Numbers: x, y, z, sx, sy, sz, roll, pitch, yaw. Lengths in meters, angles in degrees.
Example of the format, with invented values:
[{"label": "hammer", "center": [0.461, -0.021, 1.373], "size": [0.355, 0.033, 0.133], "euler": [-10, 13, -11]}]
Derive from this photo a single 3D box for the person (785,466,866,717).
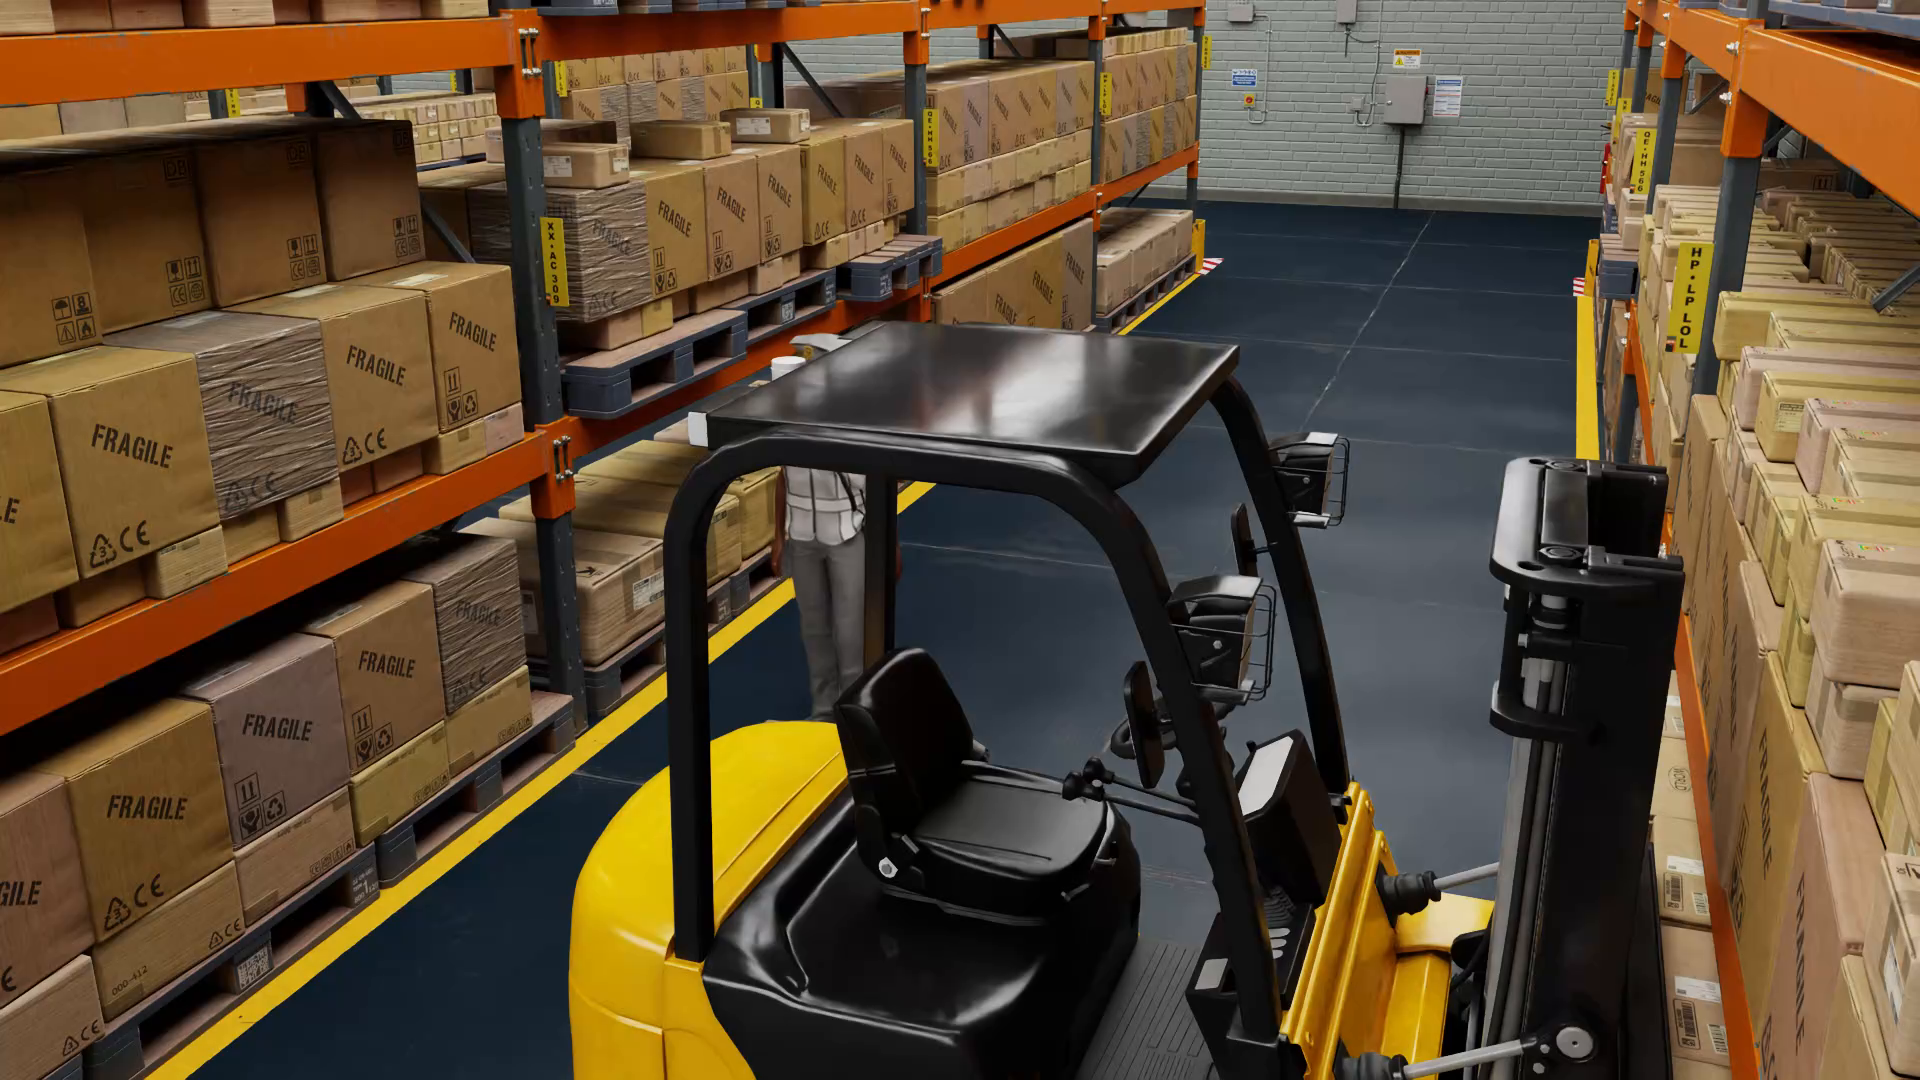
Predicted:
[{"label": "person", "center": [-0.499, 0.097, 6.476], "size": [0.393, 1.366, 0.350], "euler": [9, 21, 25]}]
